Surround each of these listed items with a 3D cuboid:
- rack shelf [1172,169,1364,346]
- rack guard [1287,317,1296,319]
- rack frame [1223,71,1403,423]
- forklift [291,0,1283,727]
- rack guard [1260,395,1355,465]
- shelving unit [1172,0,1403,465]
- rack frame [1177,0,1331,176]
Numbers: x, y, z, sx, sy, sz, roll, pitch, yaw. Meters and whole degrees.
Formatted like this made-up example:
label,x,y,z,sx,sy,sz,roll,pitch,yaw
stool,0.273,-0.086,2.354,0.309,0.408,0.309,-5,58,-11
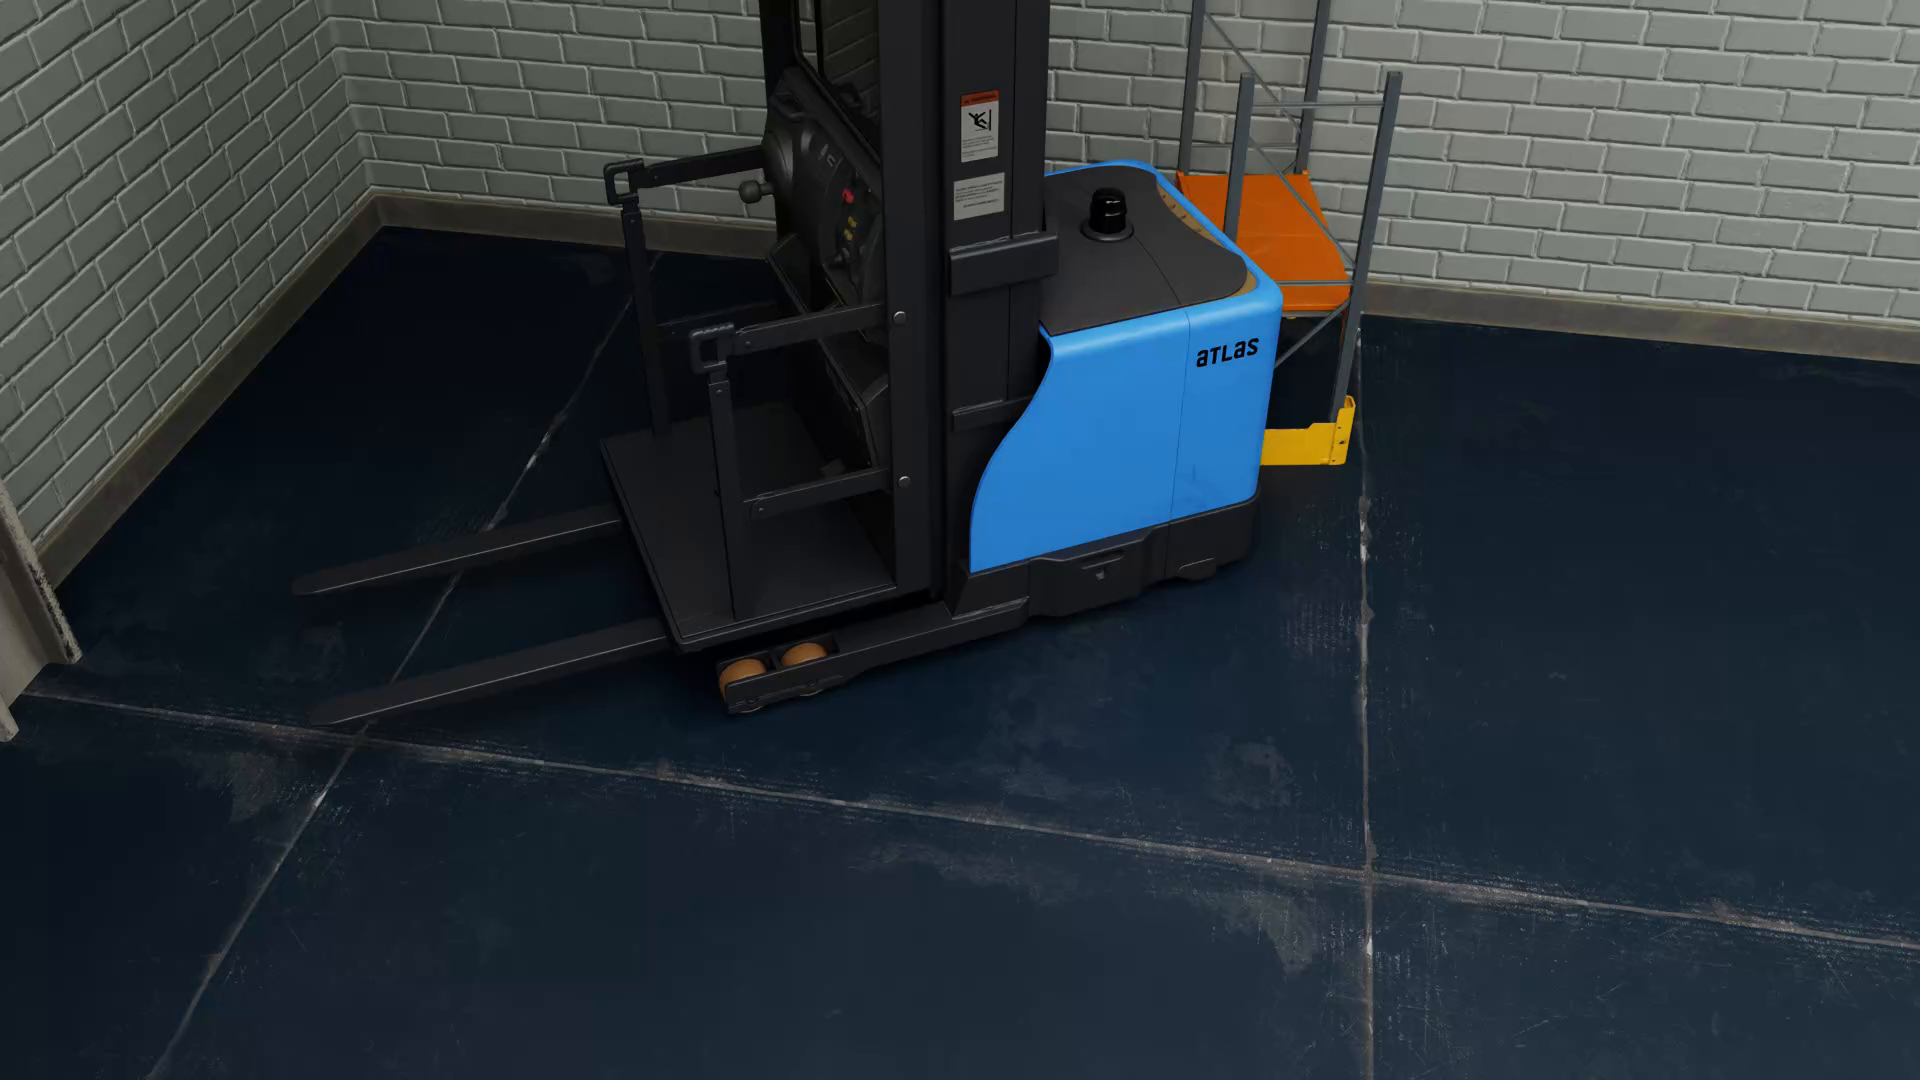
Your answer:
label,x,y,z,sx,sy,sz,roll,pitch,yaw
rack shelf,1.107,-1.049,6.124,0.538,0.185,1.000,-1,40,-1
rack guard,1.095,-1.029,6.798,0.587,0.250,0.087,-1,40,-1
rack frame,1.119,-0.864,5.618,0.500,1.500,0.032,-1,40,-1
forklift,-0.578,-0.982,4.638,3.031,2.935,1.130,-14,42,-17
rack guard,1.119,-0.394,6.031,0.587,0.250,0.087,-1,40,-1
shelving unit,1.107,-1.193,6.016,0.587,1.500,1.083,-1,40,-1
rack frame,1.095,-1.511,6.401,0.500,1.500,0.032,-1,40,-1
